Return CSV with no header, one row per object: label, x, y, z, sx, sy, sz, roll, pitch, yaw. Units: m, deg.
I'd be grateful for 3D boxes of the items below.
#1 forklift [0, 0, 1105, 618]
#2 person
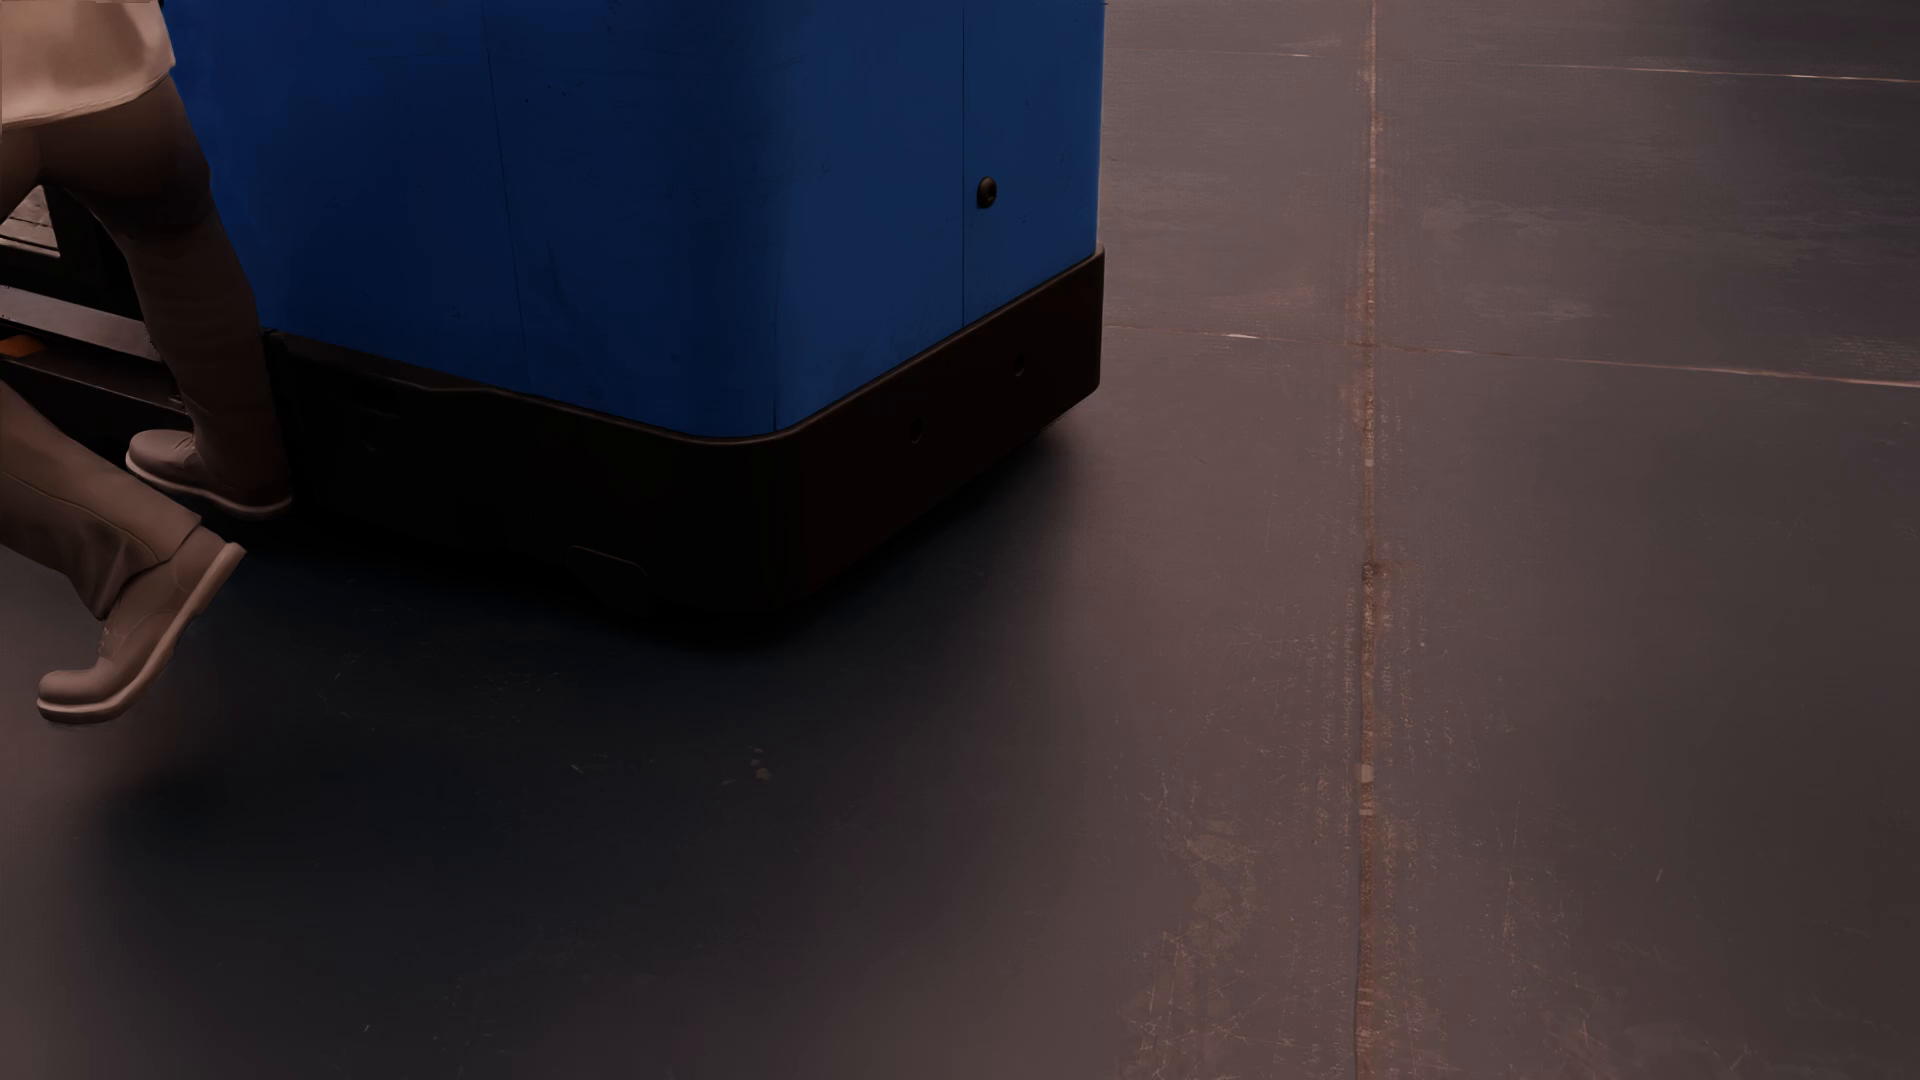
forklift,-1.290,-1.681,2.577,3.031,2.935,1.130,15,30,27
person,-1.115,-0.575,1.836,0.697,1.507,0.713,18,32,31
